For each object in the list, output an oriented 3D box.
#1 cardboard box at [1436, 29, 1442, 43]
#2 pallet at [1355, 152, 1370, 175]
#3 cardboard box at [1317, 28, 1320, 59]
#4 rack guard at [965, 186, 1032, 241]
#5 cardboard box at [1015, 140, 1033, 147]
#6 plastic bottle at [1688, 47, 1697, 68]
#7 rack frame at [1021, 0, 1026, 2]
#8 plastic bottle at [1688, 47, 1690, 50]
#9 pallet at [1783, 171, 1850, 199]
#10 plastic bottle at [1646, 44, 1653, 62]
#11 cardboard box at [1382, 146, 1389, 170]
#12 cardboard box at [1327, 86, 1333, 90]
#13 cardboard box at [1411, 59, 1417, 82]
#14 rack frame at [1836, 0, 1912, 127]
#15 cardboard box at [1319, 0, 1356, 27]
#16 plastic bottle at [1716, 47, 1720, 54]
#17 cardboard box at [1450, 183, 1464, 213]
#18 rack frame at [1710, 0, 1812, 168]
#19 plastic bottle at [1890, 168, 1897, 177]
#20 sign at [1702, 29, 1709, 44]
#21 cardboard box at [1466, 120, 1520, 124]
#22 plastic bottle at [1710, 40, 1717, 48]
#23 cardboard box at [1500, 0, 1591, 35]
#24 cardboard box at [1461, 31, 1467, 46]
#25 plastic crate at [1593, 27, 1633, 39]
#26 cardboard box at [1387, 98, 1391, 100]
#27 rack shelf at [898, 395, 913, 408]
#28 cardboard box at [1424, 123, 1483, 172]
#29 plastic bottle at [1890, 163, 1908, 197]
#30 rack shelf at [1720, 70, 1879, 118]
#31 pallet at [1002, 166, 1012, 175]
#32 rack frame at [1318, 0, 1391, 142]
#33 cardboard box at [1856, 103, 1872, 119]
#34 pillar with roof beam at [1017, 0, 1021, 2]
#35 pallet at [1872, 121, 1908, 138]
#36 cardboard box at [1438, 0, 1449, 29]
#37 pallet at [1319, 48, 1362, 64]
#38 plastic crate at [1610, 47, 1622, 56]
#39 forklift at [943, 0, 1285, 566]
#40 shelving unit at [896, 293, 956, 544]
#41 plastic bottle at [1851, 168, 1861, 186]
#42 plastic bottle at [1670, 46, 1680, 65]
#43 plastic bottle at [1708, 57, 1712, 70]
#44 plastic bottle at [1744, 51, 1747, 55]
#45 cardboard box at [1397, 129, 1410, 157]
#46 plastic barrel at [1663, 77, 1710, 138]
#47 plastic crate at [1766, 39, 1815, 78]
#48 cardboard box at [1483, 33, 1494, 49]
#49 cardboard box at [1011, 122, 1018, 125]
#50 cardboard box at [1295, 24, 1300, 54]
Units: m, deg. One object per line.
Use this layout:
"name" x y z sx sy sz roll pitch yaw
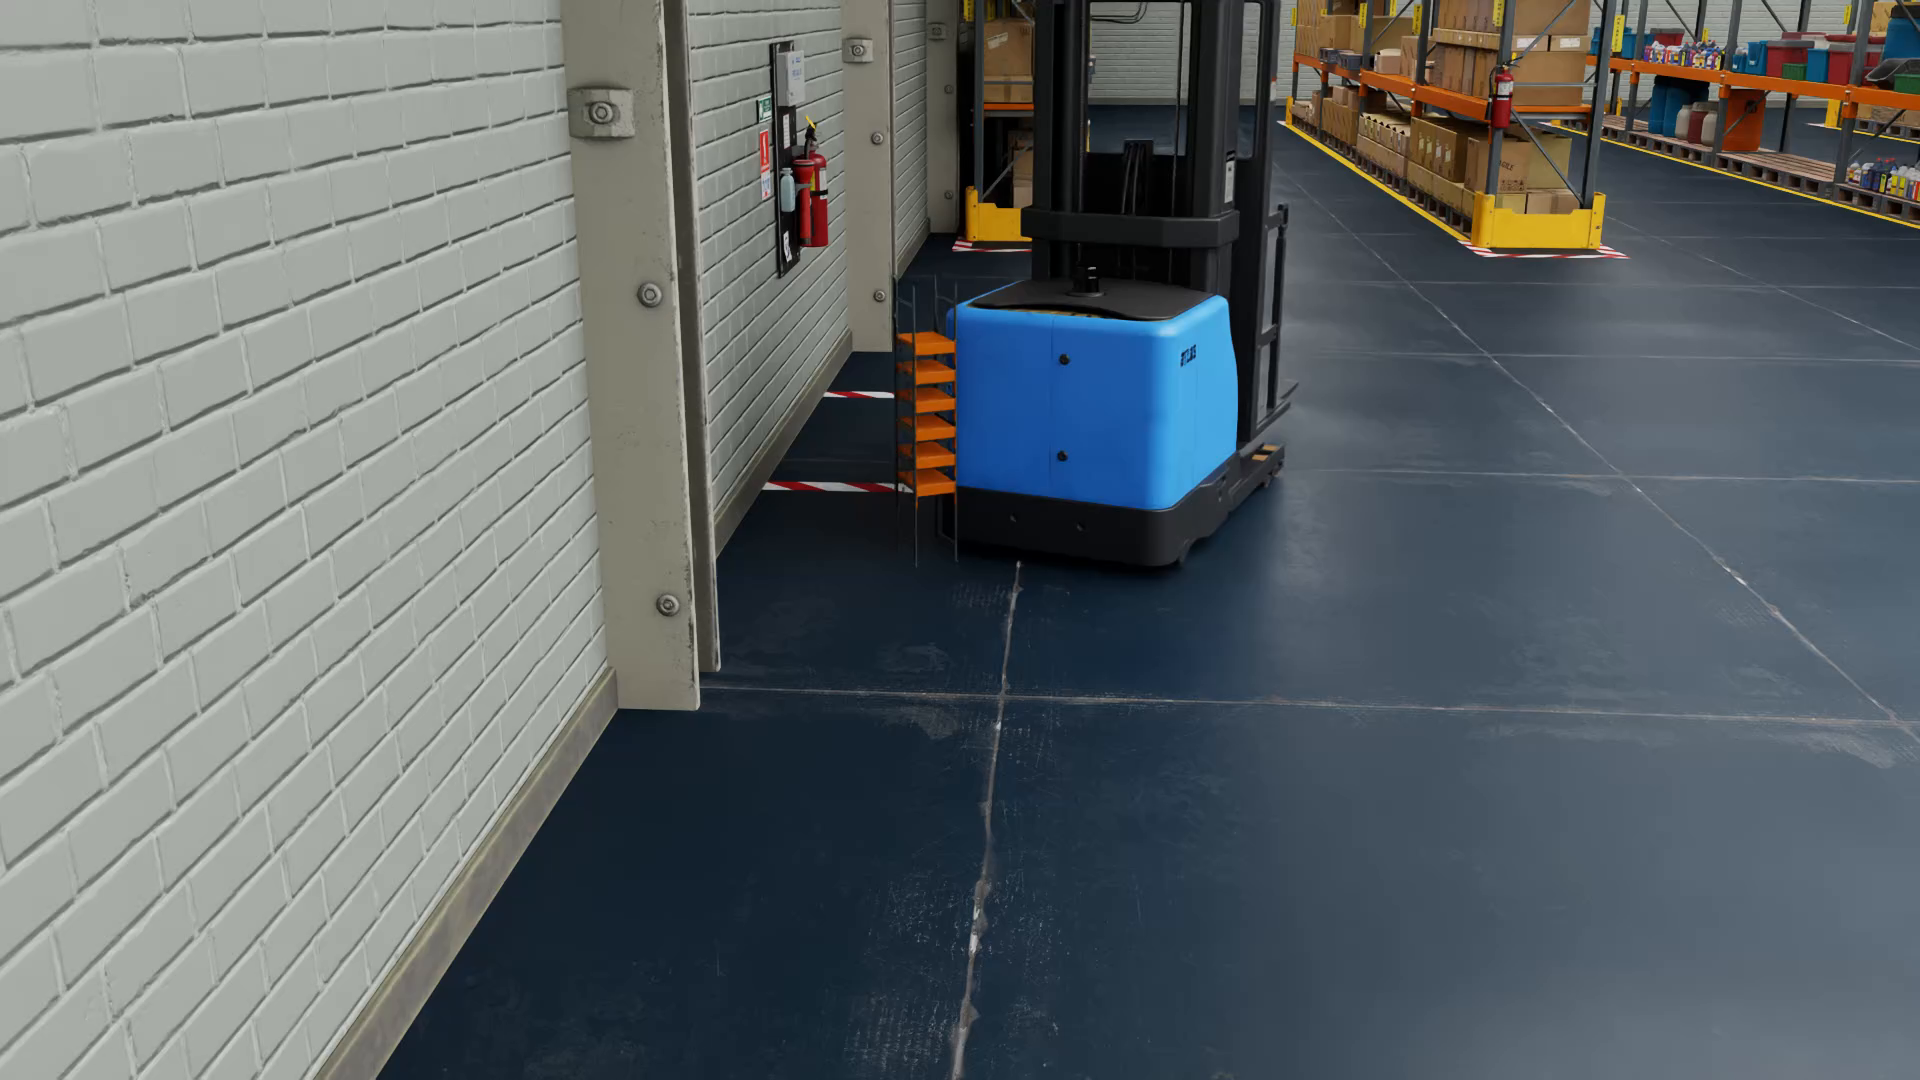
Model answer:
"cardboard box" 5.636 -5.733 18.899 0.380 0.149 0.250 2 18 5
"pallet" 6.055 -5.196 22.942 1.003 0.211 1.213 1 18 4
"cardboard box" 6.220 -8.227 27.553 0.500 0.500 0.500 2 18 5
"rack guard" 0.644 -3.237 16.498 1.175 0.500 0.348 1 18 4
"cardboard box" 0.891 -4.341 19.163 0.500 0.500 0.500 0 18 0
"plastic bottle" 10.779 -7.099 24.459 0.061 0.283 0.133 1 18 4
"rack frame" 1.499 -8.128 27.411 1.000 3.000 0.127 1 18 4
"plastic bottle" 10.863 -7.197 24.756 0.061 0.283 0.133 1 18 4
"pallet" 10.824 -4.342 20.335 1.003 0.211 1.213 1 18 4
"plastic bottle" 10.919 -7.706 26.309 0.061 0.283 0.133 1 18 4
"cardboard box" 5.681 -4.878 21.234 0.500 0.250 0.500 2 18 5
"cardboard box" 6.933 -8.108 30.657 0.500 0.500 0.500 1 18 4
"cardboard box" 5.746 -5.747 20.361 0.396 0.266 0.258 1 18 3
"rack frame" 16.607 -9.039 30.190 1.000 3.000 0.127 1 18 4
"cardboard box" 6.218 -8.704 27.403 0.500 0.500 0.500 1 18 4
"plastic bottle" 11.460 -7.329 25.180 0.097 0.271 0.097 0 18 0
"cardboard box" 5.347 -3.513 17.069 0.500 0.250 0.500 1 18 4
"rack frame" 11.094 -6.665 22.945 1.000 3.000 0.127 1 18 4
"plastic bottle" 10.348 -3.988 18.452 0.097 0.271 0.097 0 18 0
"sign" 11.929 -8.026 26.654 0.100 0.325 0.005 1 18 4
"cardboard box" 6.004 -4.479 18.813 0.500 0.500 0.500 1 18 4
"plastic bottle" 11.628 -7.533 25.675 0.144 0.351 0.185 1 18 4
"cardboard box" 5.630 -5.117 15.977 0.700 0.500 0.500 1 18 4
"cardboard box" 5.547 -5.329 17.668 0.380 0.149 0.250 1 18 3
"plastic crate" 11.829 -9.086 30.183 0.616 0.435 0.499 1 18 4
"cardboard box" 6.690 -6.880 26.911 0.500 0.500 0.500 1 18 4
"rack shelf" -0.147 -0.586 6.976 0.166 0.020 0.199 -8 20 -22
"cardboard box" 5.449 -4.336 18.374 0.500 0.500 0.500 1 18 4
"plastic bottle" 10.291 -3.940 18.179 0.144 0.351 0.185 1 18 3
"rack shelf" 10.950 -5.702 21.161 1.077 0.370 4.000 1 18 4
"pallet" 0.980 -4.560 21.001 1.003 0.211 1.213 1 18 4
"rack frame" 6.440 -8.019 27.077 1.000 3.000 0.127 1 18 4
"cardboard box" 16.641 -8.028 29.844 0.875 0.875 0.875 1 18 4
"pillar with roof beam" 5.410 -12.983 32.593 9.100 9.000 0.400 1 18 4
"pallet" 16.538 -7.085 28.708 1.003 0.211 1.213 1 18 4
"cardboard box" 5.841 -6.060 18.856 0.700 0.500 0.500 1 18 4
"pallet" 6.274 -7.682 26.357 1.003 0.211 1.213 1 18 4
"plastic crate" 11.205 -8.358 28.439 0.293 0.136 0.466 1 18 4
"forklift" 0.994 -1.700 7.906 1.130 2.935 3.031 8 20 23
"shelving unit" -0.146 -0.496 7.007 0.183 1.046 0.258 -8 20 -22
"plastic bottle" 10.339 -4.181 19.152 0.097 0.201 0.097 0 18 0
"plastic bottle" 10.884 -7.353 25.245 0.152 0.276 0.135 1 18 4
"plastic bottle" 10.740 -6.812 23.715 0.097 0.201 0.097 0 18 0
"plastic bottle" 11.575 -7.094 24.443 0.061 0.283 0.133 1 18 4
"cardboard box" 5.610 -4.826 20.173 0.500 0.311 0.500 1 18 4
"plastic barrel" 11.274 -6.721 25.812 0.600 0.901 0.708 1 18 4
"plastic crate" 10.673 -6.200 21.424 0.402 0.464 0.583 1 18 4
"cardboard box" 5.473 -5.009 16.691 0.380 0.149 0.250 2 18 5
"cardboard box" 1.025 -5.213 21.822 0.700 0.500 0.500 1 18 5
"cardboard box" 6.432 -9.176 30.450 0.500 0.500 0.500 2 18 5
